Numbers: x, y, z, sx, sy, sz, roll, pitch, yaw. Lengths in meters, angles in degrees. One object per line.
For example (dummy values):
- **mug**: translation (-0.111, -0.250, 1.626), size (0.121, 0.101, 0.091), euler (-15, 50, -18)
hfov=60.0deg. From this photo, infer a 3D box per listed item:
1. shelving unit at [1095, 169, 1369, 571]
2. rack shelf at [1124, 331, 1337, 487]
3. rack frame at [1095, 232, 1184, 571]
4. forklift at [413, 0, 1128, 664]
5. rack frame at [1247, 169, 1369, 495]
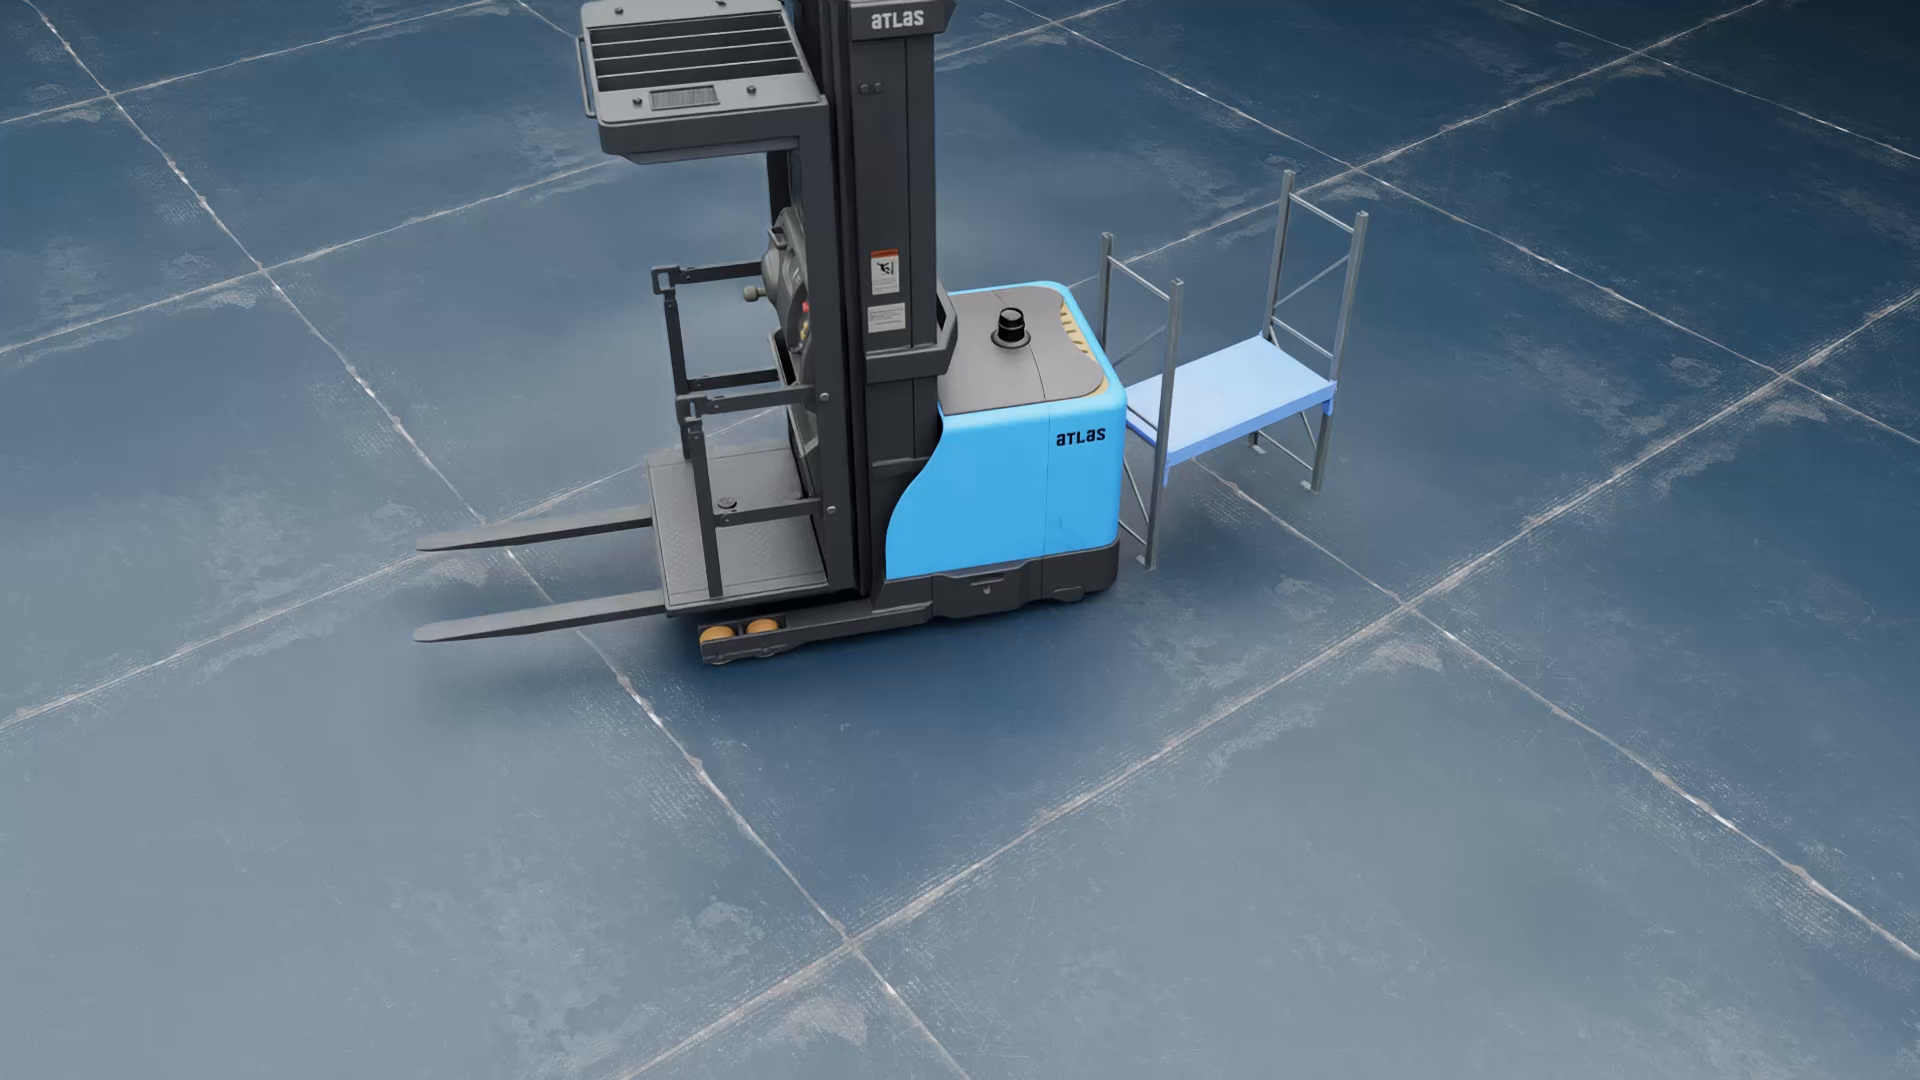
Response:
- **shelving unit**: translation (1.165, -0.753, 7.485), size (1.048, 1.500, 0.538), euler (-23, 45, -25)
- **rack shelf**: translation (1.165, -0.614, 7.599), size (1.000, 0.185, 0.538), euler (-23, 45, -25)
- **rack frame**: translation (0.742, -0.574, 7.267), size (0.032, 1.500, 0.500), euler (-23, 45, -25)
- **forklift**: translation (-0.870, -0.972, 6.624), size (3.031, 2.935, 1.130), euler (-9, 40, -10)
- **rack frame**: translation (1.588, -0.932, 7.703), size (0.032, 1.500, 0.500), euler (-23, 45, -25)
